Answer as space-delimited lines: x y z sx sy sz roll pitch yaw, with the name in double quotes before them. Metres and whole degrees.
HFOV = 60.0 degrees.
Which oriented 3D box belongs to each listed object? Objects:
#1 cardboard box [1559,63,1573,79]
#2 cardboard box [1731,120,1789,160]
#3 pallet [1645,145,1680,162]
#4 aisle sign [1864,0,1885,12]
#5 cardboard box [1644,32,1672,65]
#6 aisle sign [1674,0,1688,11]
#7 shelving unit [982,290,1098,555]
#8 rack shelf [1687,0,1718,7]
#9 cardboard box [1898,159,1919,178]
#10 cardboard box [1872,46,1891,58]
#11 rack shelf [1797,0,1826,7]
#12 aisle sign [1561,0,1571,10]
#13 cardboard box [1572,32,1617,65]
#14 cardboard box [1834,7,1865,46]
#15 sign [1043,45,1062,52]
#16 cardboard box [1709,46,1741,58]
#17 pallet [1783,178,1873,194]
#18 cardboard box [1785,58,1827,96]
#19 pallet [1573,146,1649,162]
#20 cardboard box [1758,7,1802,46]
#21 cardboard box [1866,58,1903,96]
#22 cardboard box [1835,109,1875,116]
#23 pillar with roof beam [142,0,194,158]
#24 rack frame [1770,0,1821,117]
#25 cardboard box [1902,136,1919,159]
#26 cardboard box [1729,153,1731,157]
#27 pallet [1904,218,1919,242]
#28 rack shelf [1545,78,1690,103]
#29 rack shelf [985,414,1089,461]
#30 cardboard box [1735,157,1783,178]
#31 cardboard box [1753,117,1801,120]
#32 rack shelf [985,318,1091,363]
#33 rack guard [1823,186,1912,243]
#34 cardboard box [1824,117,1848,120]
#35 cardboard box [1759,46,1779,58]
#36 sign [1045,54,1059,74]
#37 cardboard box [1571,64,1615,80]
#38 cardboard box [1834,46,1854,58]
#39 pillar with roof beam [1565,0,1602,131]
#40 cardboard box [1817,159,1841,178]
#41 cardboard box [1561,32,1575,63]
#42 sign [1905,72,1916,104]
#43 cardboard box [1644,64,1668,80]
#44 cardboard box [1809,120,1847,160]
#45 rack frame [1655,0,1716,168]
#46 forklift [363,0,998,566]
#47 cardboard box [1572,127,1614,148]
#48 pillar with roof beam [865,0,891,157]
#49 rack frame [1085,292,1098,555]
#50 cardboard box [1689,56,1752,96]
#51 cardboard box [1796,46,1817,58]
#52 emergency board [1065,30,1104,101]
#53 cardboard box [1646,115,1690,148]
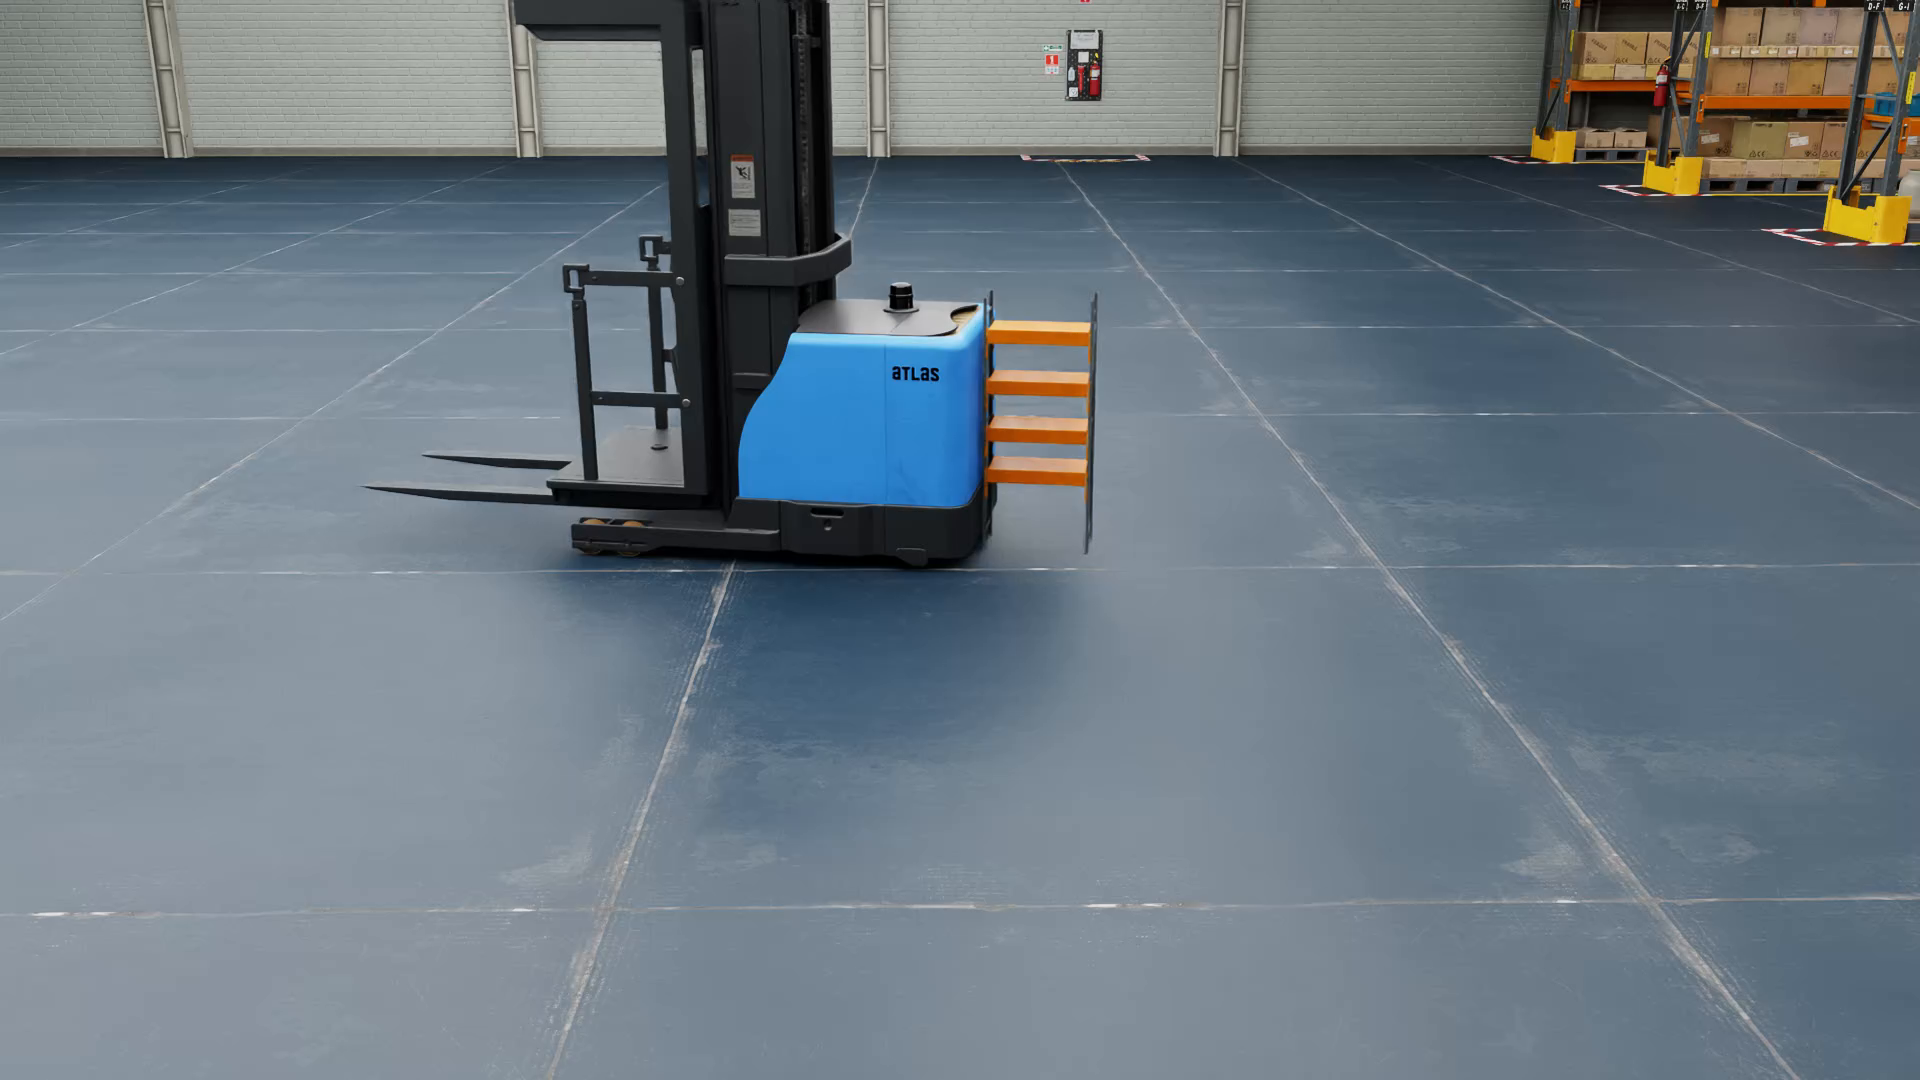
"cardboard box" 10.378 -7.854 27.833 0.500 0.250 0.500 0 18 0
"cardboard box" 11.035 -5.527 22.953 0.500 0.500 0.500 0 18 -1
"pallet" 12.019 -6.525 28.043 1.213 0.211 1.003 0 18 -1
"aisle sign" 9.993 -6.157 18.074 0.004 0.787 0.394 0 18 -1
"cardboard box" 11.407 -8.060 27.248 0.500 0.500 0.500 -1 18 -3
"aisle sign" 9.925 -7.669 22.787 0.004 0.787 0.394 0 18 -1
"shelving unit" 0.372 -0.549 7.796 0.503 1.200 0.258 3 18 8
"rack shelf" 11.995 -7.437 22.587 4.000 0.370 1.077 0 18 -1
"cardboard box" 13.035 -5.183 23.108 0.500 0.250 0.500 0 18 -1
"cardboard box" 12.457 -6.645 22.626 0.250 0.149 0.380 0 18 1
"rack shelf" 15.913 -8.969 27.364 4.000 0.370 1.077 0 18 -1
"aisle sign" 9.847 -9.000 26.938 0.004 0.787 0.394 0 18 -1
"cardboard box" 10.396 -8.060 27.248 0.500 0.500 0.500 0 18 -1
"cardboard box" 12.046 -7.015 22.717 0.500 0.500 0.700 0 18 -1
"sign" 1.579 -8.388 28.360 0.331 0.109 0.001 0 18 -1
"cardboard box" 10.391 -6.634 22.592 0.250 0.149 0.380 0 18 -1
"pallet" 11.976 -5.035 23.398 1.213 0.211 1.003 0 18 -1
"cardboard box" 11.484 -6.392 22.900 0.500 0.500 0.700 0 18 0
"pallet" 10.803 -6.520 28.028 1.213 0.211 1.003 0 18 -1
"cardboard box" 11.041 -7.010 22.701 0.500 0.500 0.700 -1 18 -2
"cardboard box" 12.523 -6.399 22.920 0.500 0.500 0.700 0 18 0
"cardboard box" 15.089 -7.262 27.919 0.500 0.250 0.500 -1 18 -2
"pillar with roof beam" -13.329 -9.548 23.080 0.400 9.000 9.100 0 18 -1
"rack frame" 13.913 -7.874 27.682 0.127 3.000 1.000 0 18 -1
"cardboard box" 13.035 -5.541 22.996 0.500 0.500 0.500 0 18 -1
"cardboard box" 11.027 -5.331 23.570 0.500 0.250 0.500 0 18 -1
"pallet" 10.958 -3.518 18.669 1.213 0.211 1.003 0 18 -1
"rack shelf" 11.913 -7.522 27.762 4.000 0.370 1.077 0 18 -1
"rack shelf" 0.372 -0.485 7.816 0.480 0.148 0.258 3 18 8
"cardboard box" 11.035 -5.170 23.069 0.500 0.250 0.500 0 18 -1
"cardboard box" 11.527 -5.692 23.467 0.500 0.500 0.500 0 18 -1
"rack shelf" 0.372 -0.923 7.676 0.480 0.148 0.258 3 18 8
"rack guard" 10.145 -3.653 18.617 0.348 0.500 1.175 0 18 -1
"cardboard box" 12.527 -5.697 23.483 0.500 0.500 0.500 0 18 -1
"cardboard box" 10.905 -6.637 22.601 0.250 0.149 0.380 0 18 -1
"sign" 1.575 -8.139 28.449 0.234 0.329 0.001 0 18 -1
"cardboard box" 10.407 -7.698 27.347 0.500 0.250 0.500 -1 18 -2
"cardboard box" 11.928 -6.641 22.614 0.250 0.149 0.380 0 18 0
"pillar with roof beam" 10.668 -9.664 23.441 0.400 9.000 9.100 0 18 -1
"cardboard box" 12.035 -5.174 23.079 0.500 0.250 0.500 0 18 -1
"cardboard box" 10.382 -8.217 27.737 0.500 0.500 0.500 0 18 -1
"sign" 10.074 -4.792 17.623 0.005 0.325 0.100 0 18 -1
"cardboard box" 11.435 -7.705 27.370 0.500 0.250 0.500 -1 18 -2
"cardboard box" 12.035 -5.530 22.963 0.500 0.500 0.500 0 18 -1
"rack frame" 9.996 -6.342 22.906 0.127 3.000 1.000 0 18 -1
"forklift" -1.375 -1.471 7.834 3.031 2.935 1.130 3 18 9
"cardboard box" 10.607 -6.760 27.890 0.500 0.311 0.500 -2 18 -7
"pillar with roof beam" -1.331 -9.606 23.260 0.400 9.000 9.100 0 18 -1
"rack frame" 0.613 -0.538 7.761 0.015 1.200 0.240 3 18 8
"cardboard box" 10.463 -6.388 22.885 0.500 0.500 0.700 0 18 -1
"cardboard box" 11.424 -6.640 22.609 0.250 0.149 0.380 -1 18 -3
"emergency board" 2.129 -8.093 28.365 0.643 1.169 0.194 0 18 -1
"cardboard box" 11.911 -6.841 27.833 0.500 0.500 0.700 -1 18 -4
